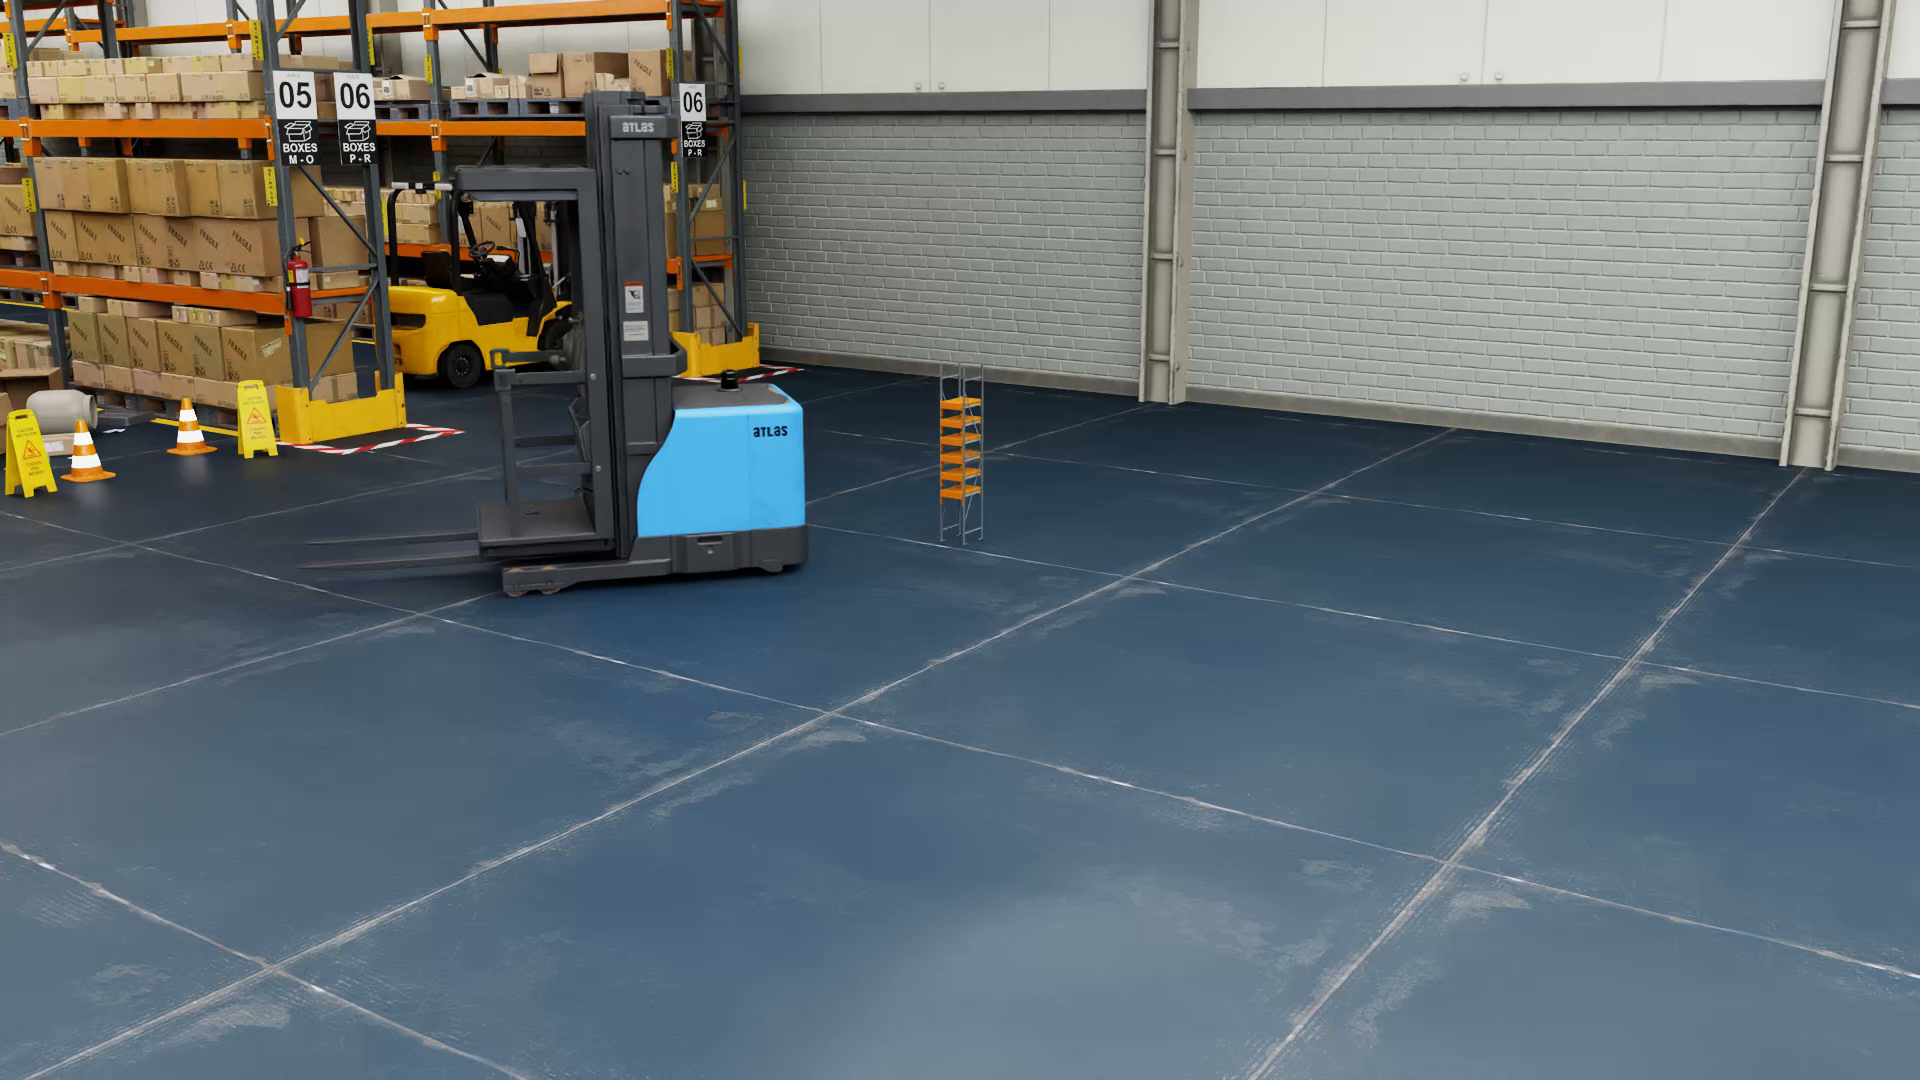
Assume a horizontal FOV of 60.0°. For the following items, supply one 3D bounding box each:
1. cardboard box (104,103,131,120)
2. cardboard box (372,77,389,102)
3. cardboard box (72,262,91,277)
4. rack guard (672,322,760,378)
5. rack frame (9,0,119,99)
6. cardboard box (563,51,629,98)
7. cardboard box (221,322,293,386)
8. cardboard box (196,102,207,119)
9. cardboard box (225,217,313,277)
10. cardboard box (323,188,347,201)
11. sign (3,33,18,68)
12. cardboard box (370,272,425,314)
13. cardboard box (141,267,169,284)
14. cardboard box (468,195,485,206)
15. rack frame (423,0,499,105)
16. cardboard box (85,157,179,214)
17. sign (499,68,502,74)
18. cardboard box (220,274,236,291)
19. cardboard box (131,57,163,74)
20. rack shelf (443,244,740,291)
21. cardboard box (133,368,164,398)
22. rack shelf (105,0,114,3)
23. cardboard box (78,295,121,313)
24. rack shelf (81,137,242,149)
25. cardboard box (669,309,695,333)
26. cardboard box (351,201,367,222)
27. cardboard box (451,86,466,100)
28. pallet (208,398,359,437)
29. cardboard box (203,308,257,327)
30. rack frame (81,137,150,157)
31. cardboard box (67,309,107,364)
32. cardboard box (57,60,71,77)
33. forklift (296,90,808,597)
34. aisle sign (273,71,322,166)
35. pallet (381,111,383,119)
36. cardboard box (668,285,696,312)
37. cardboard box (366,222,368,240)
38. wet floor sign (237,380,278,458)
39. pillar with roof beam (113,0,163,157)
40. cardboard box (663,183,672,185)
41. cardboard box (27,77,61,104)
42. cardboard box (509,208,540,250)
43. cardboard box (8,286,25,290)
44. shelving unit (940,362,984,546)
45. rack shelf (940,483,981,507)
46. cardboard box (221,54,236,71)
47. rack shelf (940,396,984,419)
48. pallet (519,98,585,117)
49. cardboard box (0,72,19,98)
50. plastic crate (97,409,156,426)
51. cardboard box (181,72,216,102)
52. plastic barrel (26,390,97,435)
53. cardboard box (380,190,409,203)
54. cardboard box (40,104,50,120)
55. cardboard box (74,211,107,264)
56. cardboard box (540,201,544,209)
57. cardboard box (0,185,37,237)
[{"bbox_3d":[-7.766,-4.016,15.586,0.250,0.149,0.380,9,16,32],"label":"cardboard box"},{"bbox_3d":[-7.515,-5.770,21.251,0.500,0.311,0.500,9,16,31],"label":"cardboard box"},{"bbox_3d":[-8.587,-2.712,16.557,0.250,0.149,0.380,10,17,34],"label":"cardboard box"},{"bbox_3d":[-2.802,-2.200,19.172,0.348,0.500,1.175,9,17,33],"label":"rack guard"},{"bbox_3d":[-8.908,-5.875,16.330,0.127,3.000,1.000,9,17,33],"label":"rack frame"},{"bbox_3d":[-4.120,-5.342,19.128,0.500,0.500,0.700,9,17,33],"label":"cardboard box"},{"bbox_3d":[-6.400,-1.715,15.298,0.500,0.500,0.500,9,17,33],"label":"cardboard box"},{"bbox_3d":[-6.641,-3.870,14.993,0.250,0.149,0.380,9,17,33],"label":"cardboard box"},{"bbox_3d":[-6.193,-2.638,14.909,0.500,0.500,0.500,9,16,32],"label":"cardboard box"},{"bbox_3d":[-8.283,-4.581,22.028,0.250,0.149,0.380,10,17,34],"label":"cardboard box"},{"bbox_3d":[-9.215,-4.750,16.132,0.005,0.325,0.100,9,17,33],"label":"sign"},{"bbox_3d":[-7.220,-3.178,21.987,0.625,0.625,0.875,9,17,32],"label":"cardboard box"},{"bbox_3d":[-7.545,-2.533,15.838,0.250,0.149,0.380,9,17,33],"label":"cardboard box"},{"bbox_3d":[-5.808,-4.187,20.438,0.250,0.149,0.380,10,17,34],"label":"cardboard box"},{"bbox_3d":[-6.141,-6.866,20.331,0.127,3.000,1.000,9,17,33],"label":"rack frame"},{"bbox_3d":[-7.851,-3.394,15.882,0.500,0.500,0.700,9,16,32],"label":"cardboard box"},{"bbox_3d":[-5.833,-5.810,21.067,0.005,0.325,0.100,9,17,33],"label":"sign"},{"bbox_3d":[-6.492,-2.363,15.149,0.250,0.149,0.380,9,16,32],"label":"cardboard box"},{"bbox_3d":[-7.326,-4.333,15.207,0.250,0.149,0.380,10,17,34],"label":"cardboard box"},{"bbox_3d":[-4.482,-3.336,20.054,4.000,0.370,1.077,9,17,33],"label":"rack shelf"},{"bbox_3d":[-7.679,-1.559,16.229,0.500,0.250,0.500,9,16,32],"label":"cardboard box"},{"bbox_3d":[-7.249,-5.256,15.334,4.000,0.370,1.077,9,17,33],"label":"rack shelf"},{"bbox_3d":[-8.499,-2.350,16.510,0.250,0.149,0.380,9,17,34],"label":"cardboard box"},{"bbox_3d":[-11.120,-5.865,24.028,4.000,0.370,1.077,9,17,33],"label":"rack shelf"},{"bbox_3d":[-3.401,-2.532,19.116,0.500,0.250,0.500,9,16,32],"label":"cardboard box"},{"bbox_3d":[-7.543,-4.275,21.624,0.500,0.250,0.500,10,17,34],"label":"cardboard box"},{"bbox_3d":[-5.938,-5.419,20.171,0.250,0.149,0.380,10,17,34],"label":"cardboard box"},{"bbox_3d":[-6.307,-1.199,15.729,1.213,0.211,1.003,9,17,33],"label":"pallet"},{"bbox_3d":[-6.742,-2.066,15.365,0.250,0.149,0.380,10,17,34],"label":"cardboard box"},{"bbox_3d":[-12.779,-5.026,25.385,0.127,3.000,1.000,9,17,33],"label":"rack frame"},{"bbox_3d":[-8.570,-2.063,16.704,0.500,0.500,0.500,10,17,35],"label":"cardboard box"},{"bbox_3d":[-8.383,-4.511,15.924,0.250,0.149,0.380,9,16,31],"label":"cardboard box"},{"bbox_3d":[-2.535,-1.226,10.175,3.031,2.935,1.130,-4,14,-16],"label":"forklift"},{"bbox_3d":[-5.700,-3.623,14.305,0.004,0.787,0.394,9,17,33],"label":"aisle sign"},{"bbox_3d":[-7.918,-5.632,21.982,1.213,0.211,1.003,10,17,35],"label":"pallet"},{"bbox_3d":[-3.378,-2.771,19.042,0.500,0.250,0.500,10,17,35],"label":"cardboard box"},{"bbox_3d":[-7.521,-4.035,21.693,0.500,0.250,0.500,9,17,33],"label":"cardboard box"},{"bbox_3d":[-6.029,-1.045,14.202,0.267,0.644,0.232,-10,17,-35],"label":"wet floor sign"},{"bbox_3d":[-15.257,-7.353,22.300,0.400,9.000,9.100,9,17,33],"label":"pillar with roof beam"},{"bbox_3d":[-3.407,-4.087,19.413,0.250,0.149,0.380,10,17,34],"label":"cardboard box"},{"bbox_3d":[-8.696,-4.377,16.214,0.500,0.250,0.500,9,16,32],"label":"cardboard box"},{"bbox_3d":[-5.057,-3.756,20.046,0.500,0.500,0.500,9,17,32],"label":"cardboard box"},{"bbox_3d":[-14.956,-4.330,26.900,0.500,0.500,0.700,10,17,35],"label":"cardboard box"},{"bbox_3d":[0.012,-0.580,11.171,0.189,1.200,0.258,9,17,33],"label":"shelving unit"},{"bbox_3d":[0.012,-0.304,11.240,0.180,0.103,0.258,9,17,33],"label":"rack shelf"},{"bbox_3d":[-6.227,-4.177,14.574,0.250,0.149,0.380,10,17,34],"label":"cardboard box"},{"bbox_3d":[0.012,-0.887,11.095,0.180,0.103,0.258,9,17,33],"label":"rack shelf"},{"bbox_3d":[-4.411,-5.094,19.599,1.213,0.211,1.003,9,17,33],"label":"pallet"},{"bbox_3d":[-9.474,-4.600,16.858,0.500,0.250,0.500,9,16,32],"label":"cardboard box"},{"bbox_3d":[-8.063,-1.172,15.891,0.583,0.080,0.402,3,14,14],"label":"plastic crate"},{"bbox_3d":[-6.574,-4.040,14.851,0.500,0.250,0.500,9,16,32],"label":"cardboard box"},{"bbox_3d":[-8.148,-1.151,15.093,0.512,0.421,0.421,-4,14,-16],"label":"plastic barrel"},{"bbox_3d":[-7.239,-4.402,21.304,0.250,0.149,0.380,9,16,31],"label":"cardboard box"},{"bbox_3d":[-8.785,-4.206,16.351,0.250,0.149,0.380,9,16,32],"label":"cardboard box"},{"bbox_3d":[-8.269,-2.979,16.288,0.500,0.500,0.500,9,17,33],"label":"cardboard box"},{"bbox_3d":[-4.752,-4.010,19.723,0.250,0.149,0.380,9,16,32],"label":"cardboard box"},{"bbox_3d":[-9.420,-3.376,17.019,0.500,0.500,0.500,9,16,32],"label":"cardboard box"}]
